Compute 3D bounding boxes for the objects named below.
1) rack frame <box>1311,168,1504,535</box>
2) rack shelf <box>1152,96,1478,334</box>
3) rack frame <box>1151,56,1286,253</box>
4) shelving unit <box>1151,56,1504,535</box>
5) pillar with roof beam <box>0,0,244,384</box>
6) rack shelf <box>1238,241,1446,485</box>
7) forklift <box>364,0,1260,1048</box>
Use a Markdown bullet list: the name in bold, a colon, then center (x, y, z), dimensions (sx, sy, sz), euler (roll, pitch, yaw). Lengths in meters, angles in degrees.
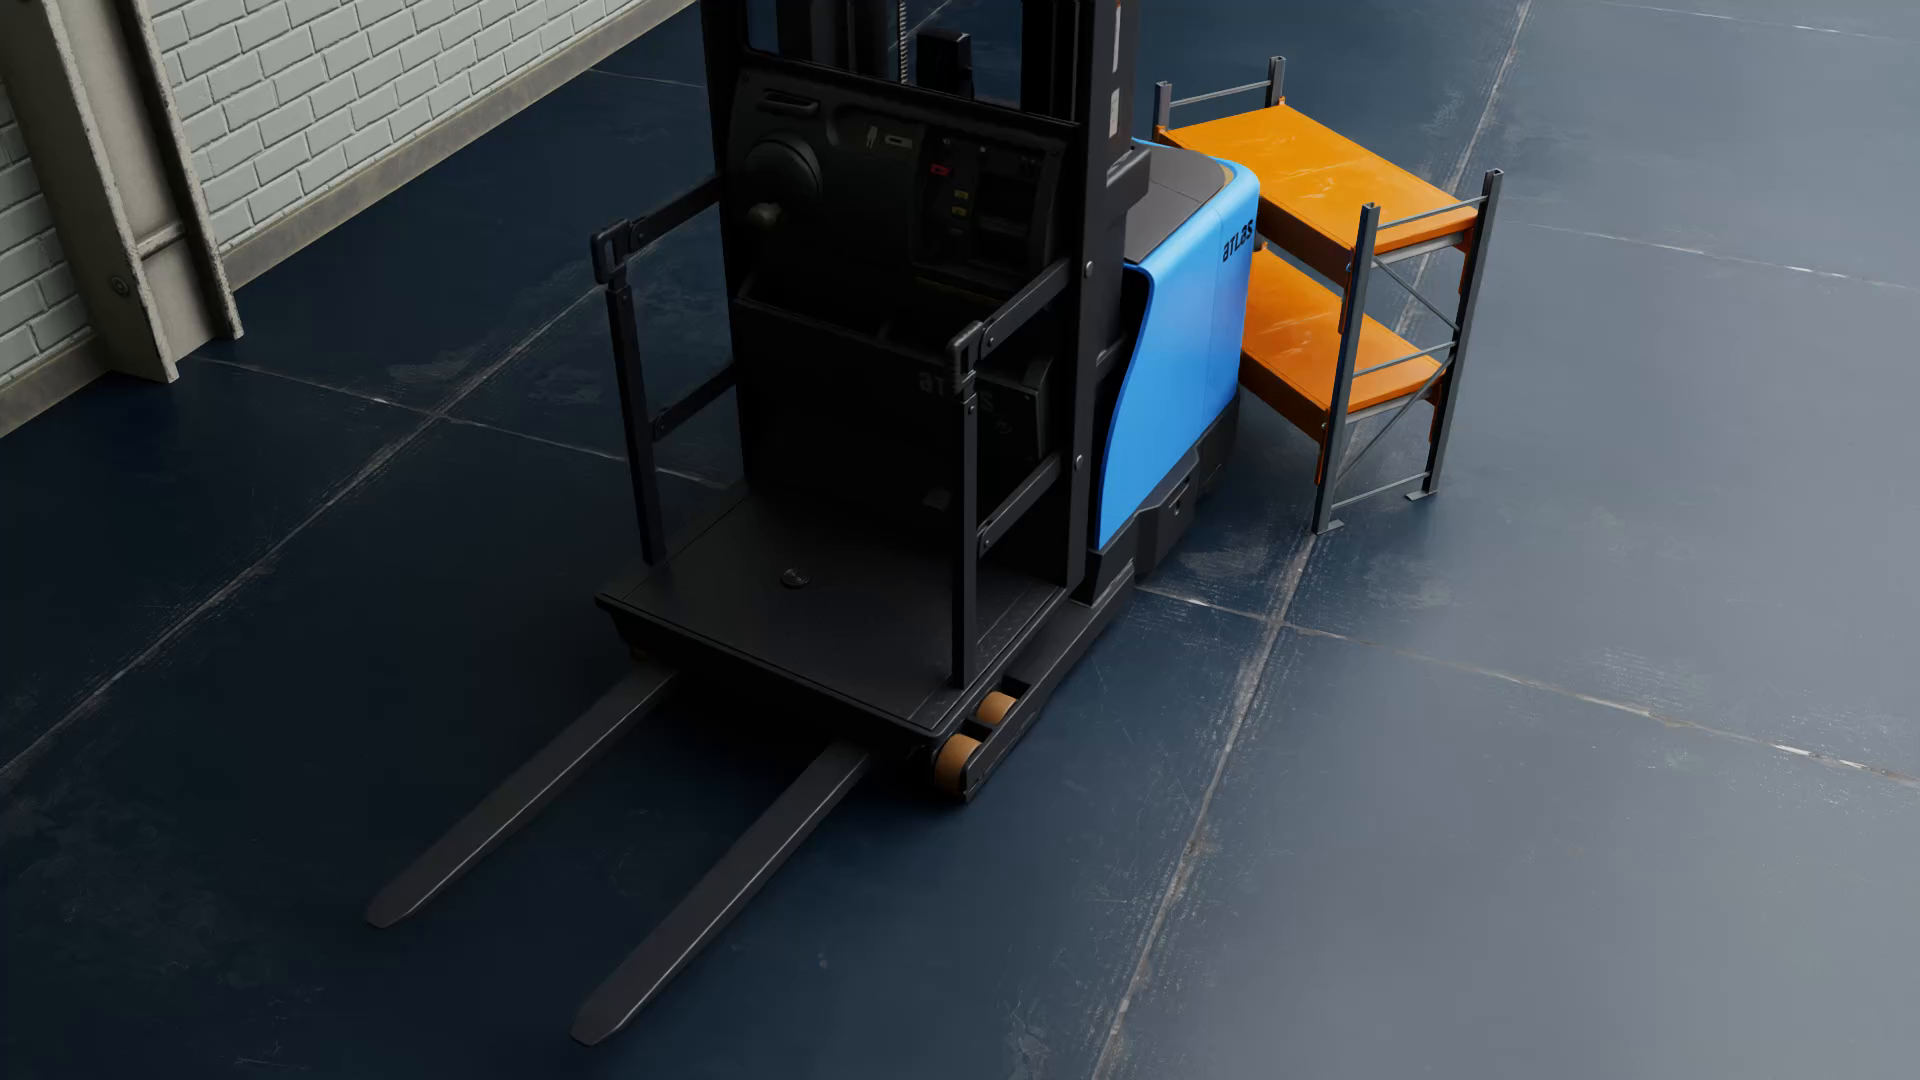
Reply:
- **rack frame**: center (1.342, -0.545, 5.039), dimensions (0.500, 1.125, 0.032), euler (-18, 40, -23)
- **rack shelf**: center (1.097, -1.046, 5.221), dimensions (0.538, 0.278, 1.000), euler (-18, 40, -23)
- **rack frame**: center (0.853, -1.078, 5.753), dimensions (0.500, 1.125, 0.032), euler (-18, 40, -23)
- **shelving unit**: center (1.097, -0.811, 5.396), dimensions (0.538, 1.125, 1.048), euler (-18, 40, -23)
- **pillar with roof beam**: center (1.057, -3.333, 2.192), dimensions (9.100, 9.000, 0.400), euler (14, 39, 18)
- **rack shelf**: center (1.097, -0.615, 5.542), dimensions (0.538, 0.278, 1.000), euler (-18, 40, -23)
- **forklift**: center (-0.280, -0.818, 3.896), dimensions (1.130, 2.935, 3.031), euler (20, 41, 24)
